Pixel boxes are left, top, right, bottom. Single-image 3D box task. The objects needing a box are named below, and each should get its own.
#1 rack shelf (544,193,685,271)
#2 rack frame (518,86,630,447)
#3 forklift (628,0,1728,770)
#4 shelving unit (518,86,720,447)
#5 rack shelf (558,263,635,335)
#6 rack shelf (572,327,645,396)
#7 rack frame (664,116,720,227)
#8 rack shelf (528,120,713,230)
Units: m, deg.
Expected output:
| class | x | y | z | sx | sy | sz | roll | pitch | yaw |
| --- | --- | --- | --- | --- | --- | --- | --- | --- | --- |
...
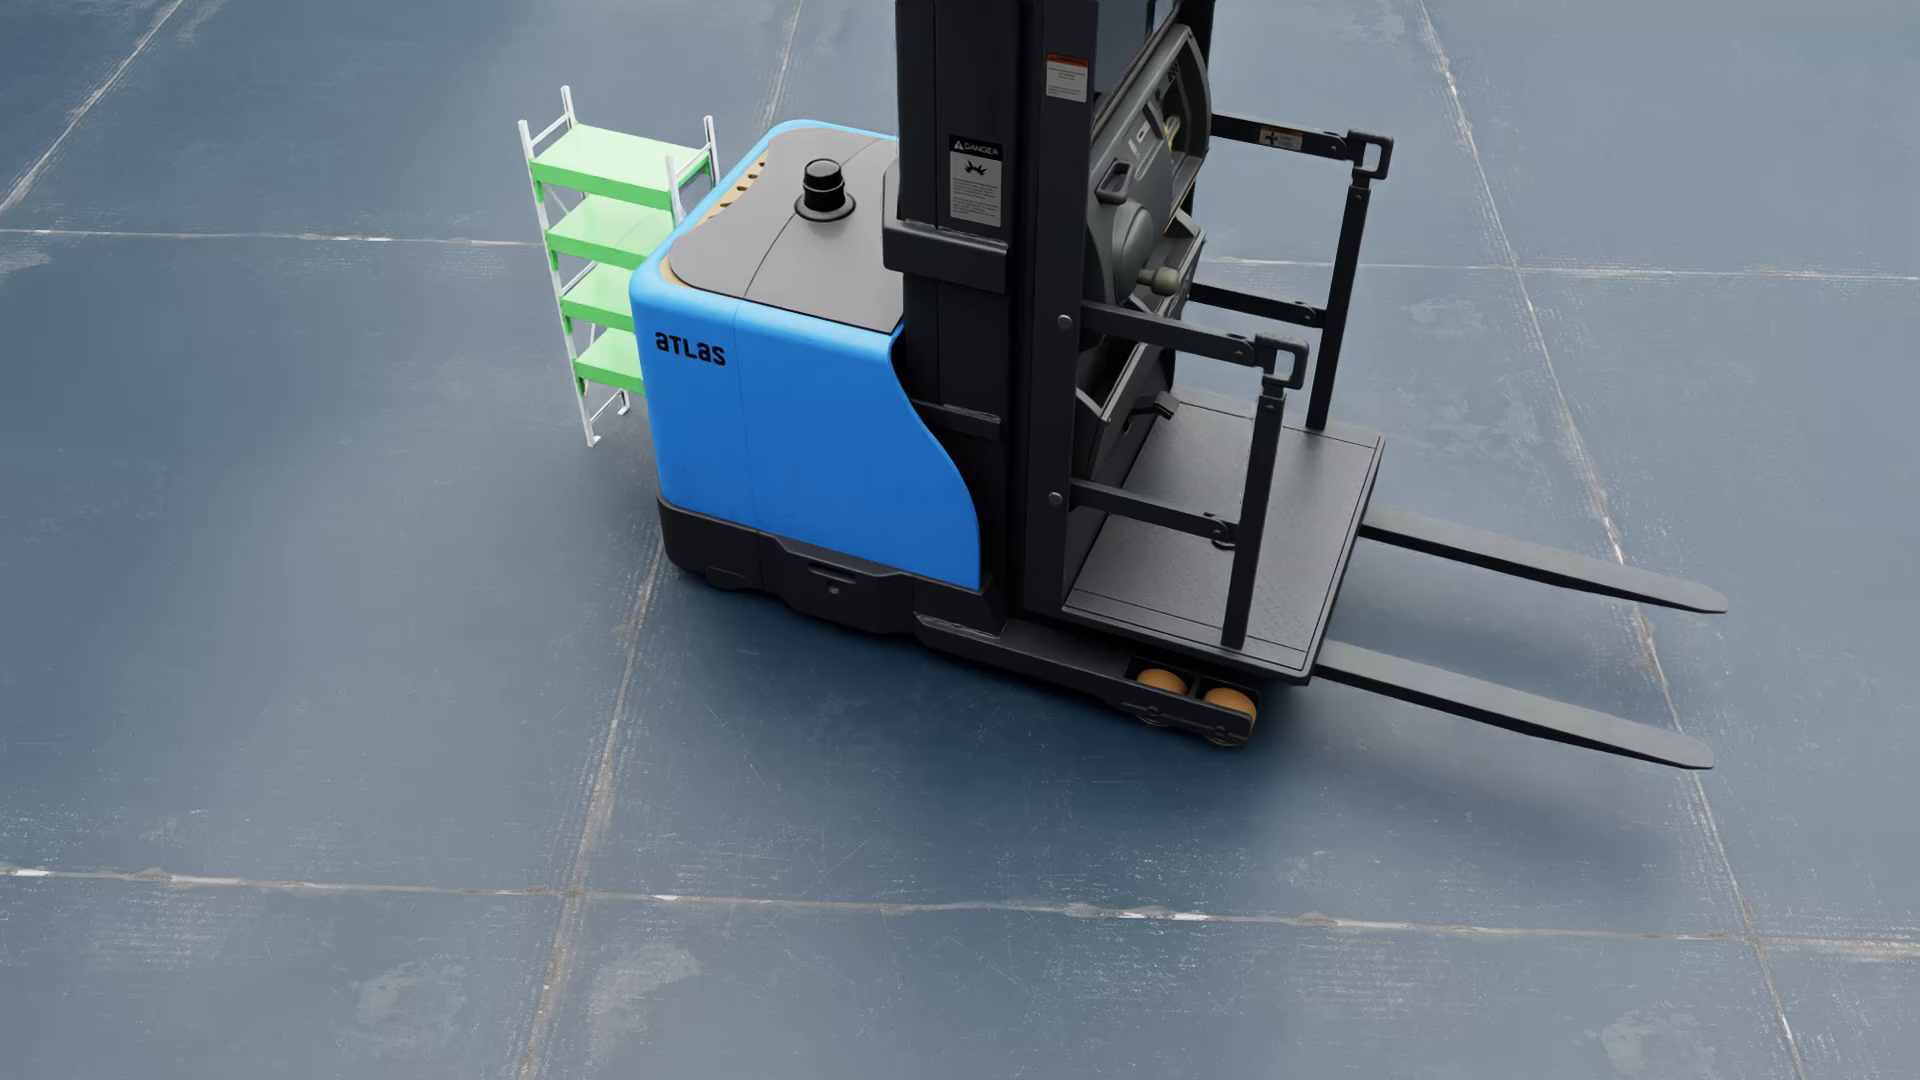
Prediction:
| class | x | y | z | sx | sy | sz | roll | pitch | yaw |
| --- | --- | --- | --- | --- | --- | --- | --- | --- | --- |
| rack shelf | -0.984 | -0.896 | 5.067 | 0.480 | 0.148 | 0.258 | 16 | 45 | 18 |
| rack frame | -1.205 | -0.830 | 5.260 | 0.015 | 1.200 | 0.240 | 16 | 45 | 18 |
| forklift | 0.661 | -0.912 | 4.079 | 3.031 | 2.935 | 1.130 | 15 | 45 | 16 |
| shelving unit | -0.981 | -0.767 | 5.186 | 0.503 | 1.200 | 0.258 | 16 | 45 | 18 |
| rack shelf | -0.980 | -0.720 | 5.229 | 0.480 | 0.148 | 0.258 | 16 | 45 | 18 |
| rack shelf | -0.976 | -0.543 | 5.391 | 0.480 | 0.148 | 0.258 | 16 | 45 | 18 |
| rack frame | -0.758 | -0.703 | 5.111 | 0.015 | 1.200 | 0.240 | 16 | 45 | 18 |
| rack shelf | -0.989 | -1.073 | 4.904 | 0.480 | 0.148 | 0.258 | 16 | 45 | 18 |
